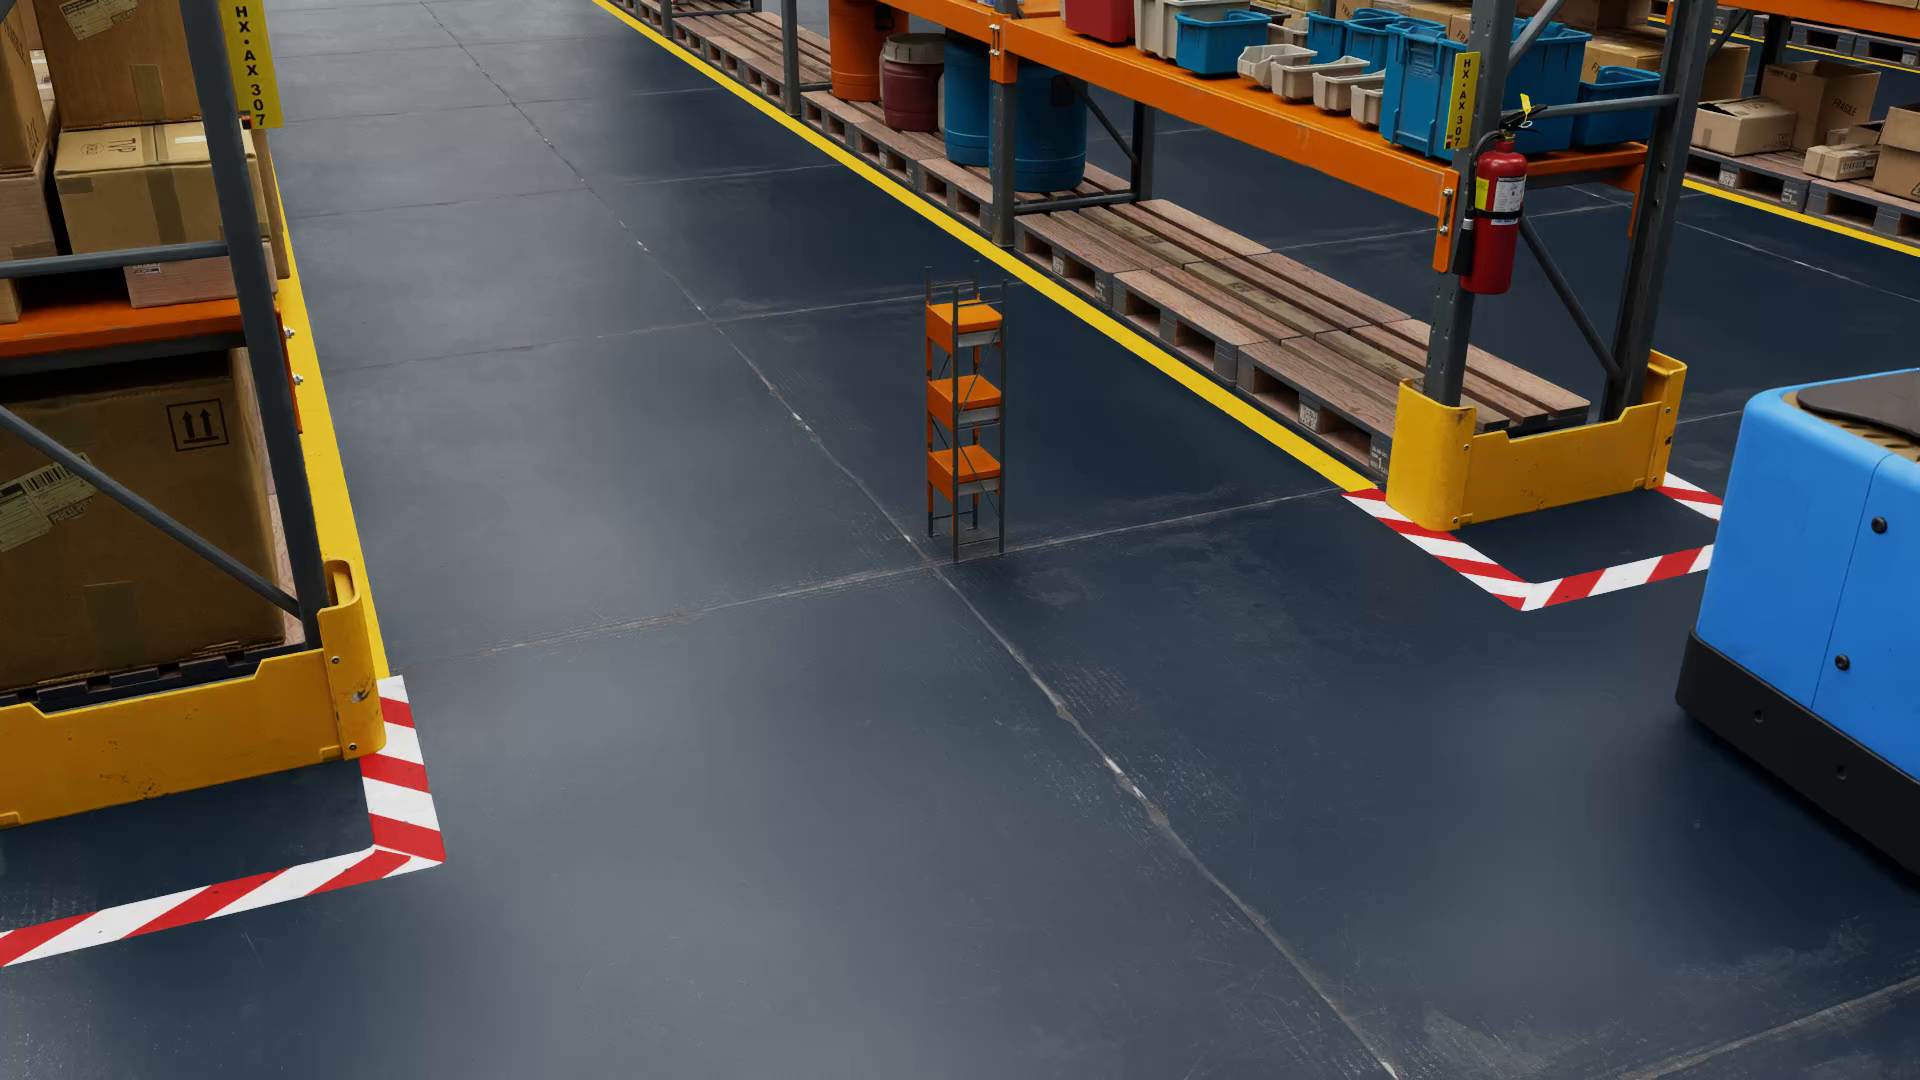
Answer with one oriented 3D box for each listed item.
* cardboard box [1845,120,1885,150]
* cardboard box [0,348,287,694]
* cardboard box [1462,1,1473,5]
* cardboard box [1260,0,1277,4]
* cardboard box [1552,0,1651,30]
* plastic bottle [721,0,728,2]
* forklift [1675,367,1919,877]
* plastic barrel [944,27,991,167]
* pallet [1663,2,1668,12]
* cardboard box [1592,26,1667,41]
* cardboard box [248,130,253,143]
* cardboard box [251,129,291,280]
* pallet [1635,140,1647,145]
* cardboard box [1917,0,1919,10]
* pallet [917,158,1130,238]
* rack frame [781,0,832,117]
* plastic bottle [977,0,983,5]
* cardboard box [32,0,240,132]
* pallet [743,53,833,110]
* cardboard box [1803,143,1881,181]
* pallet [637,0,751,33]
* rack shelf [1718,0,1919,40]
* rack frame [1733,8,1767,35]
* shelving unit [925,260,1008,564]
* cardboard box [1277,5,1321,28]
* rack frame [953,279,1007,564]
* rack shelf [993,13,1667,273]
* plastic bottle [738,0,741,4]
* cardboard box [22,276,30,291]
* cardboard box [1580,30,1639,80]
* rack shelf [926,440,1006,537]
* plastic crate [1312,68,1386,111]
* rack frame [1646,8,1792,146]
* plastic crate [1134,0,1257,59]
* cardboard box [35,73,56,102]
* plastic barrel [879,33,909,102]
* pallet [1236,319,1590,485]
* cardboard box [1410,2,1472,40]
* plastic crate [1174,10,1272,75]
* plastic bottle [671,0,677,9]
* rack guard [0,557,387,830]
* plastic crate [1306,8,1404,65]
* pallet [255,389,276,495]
[{"bbox_3d":[6.010,-2.517,10.549,0.500,0.311,0.500,-11,28,-21],"label":"cardboard box"},{"bbox_3d":[-2.643,-0.174,5.131,0.875,0.875,0.875,-11,28,-21],"label":"cardboard box"},{"bbox_3d":[4.450,-4.154,13.687,0.500,0.500,0.500,-12,28,-22],"label":"cardboard box"},{"bbox_3d":[3.024,-5.209,15.516,0.500,0.311,0.500,-11,28,-21],"label":"cardboard box"},{"bbox_3d":[4.875,-4.064,12.647,0.500,0.250,0.500,-11,28,-20],"label":"cardboard box"},{"bbox_3d":[-2.431,-5.680,17.058,0.061,0.283,0.133,-11,28,-21],"label":"plastic bottle"},{"bbox_3d":[3.757,-0.787,4.521,3.031,2.935,1.130,-9,27,-18],"label":"forklift"},{"bbox_3d":[0.198,-2.916,10.716,0.600,0.901,0.708,-11,28,-21],"label":"plastic barrel"},{"bbox_3d":[7.443,-6.033,18.366,1.003,0.211,1.213,-11,28,-21],"label":"pallet"},{"bbox_3d":[5.047,-3.536,12.422,0.500,0.500,0.500,-10,28,-20],"label":"cardboard box"},{"bbox_3d":[-2.661,-1.415,5.560,0.500,0.250,0.500,-12,28,-22],"label":"cardboard box"},{"bbox_3d":[-4.154,-1.800,8.460,1.225,0.875,0.875,-10,28,-20],"label":"cardboard box"},{"bbox_3d":[4.878,-3.080,12.318,1.003,0.211,1.213,-11,28,-21],"label":"pallet"},{"bbox_3d":[5.778,-3.190,9.251,0.500,0.500,0.500,-11,28,-21],"label":"cardboard box"},{"bbox_3d":[0.409,-2.227,10.571,1.003,0.211,1.213,-11,28,-21],"label":"pallet"},{"bbox_3d":[-0.894,-4.777,12.614,1.000,3.000,0.127,-11,28,-21],"label":"rack frame"},{"bbox_3d":[0.150,-3.218,9.649,0.097,0.201,0.097,0,26,0],"label":"plastic bottle"},{"bbox_3d":[-2.454,-1.541,4.965,0.500,0.500,0.500,-11,28,-22],"label":"cardboard box"},{"bbox_3d":[-1.162,-3.843,13.880,1.003,0.211,1.213,-11,28,-21],"label":"pallet"},{"bbox_3d":[5.545,-2.382,10.437,0.380,0.166,0.250,-11,28,-21],"label":"cardboard box"},{"bbox_3d":[-2.685,-5.417,17.103,1.003,0.211,1.213,-11,28,-21],"label":"pallet"},{"bbox_3d":[6.015,-2.881,9.551,1.077,0.370,4.000,-11,28,-21],"label":"rack shelf"},{"bbox_3d":[8.222,-6.479,16.101,1.000,3.000,0.127,-11,28,-21],"label":"rack frame"},{"bbox_3d":[0.021,-0.450,5.975,0.215,1.050,0.252,-11,28,-21],"label":"shelving unit"},{"bbox_3d":[3.235,-4.750,15.215,0.500,0.250,0.500,-10,28,-19],"label":"cardboard box"},{"bbox_3d":[0.069,-0.401,5.875,0.200,1.050,0.008,-11,28,-21],"label":"rack frame"},{"bbox_3d":[1.456,-2.031,7.811,1.077,0.370,4.000,-11,28,-21],"label":"rack shelf"},{"bbox_3d":[-2.222,-5.577,16.941,0.097,0.201,0.097,0,26,0],"label":"plastic bottle"},{"bbox_3d":[-2.864,-0.775,4.704,0.380,0.149,0.250,-10,28,-20],"label":"cardboard box"},{"bbox_3d":[4.589,-3.437,12.218,0.500,0.500,0.500,-10,28,-20],"label":"cardboard box"},{"bbox_3d":[0.021,-0.191,6.102,0.215,0.259,0.240,-11,28,-21],"label":"rack shelf"},{"bbox_3d":[1.653,-1.873,6.899,0.396,0.136,0.243,-11,28,-21],"label":"plastic crate"},{"bbox_3d":[5.232,-4.011,11.047,1.000,3.000,0.127,-11,28,-21],"label":"rack frame"},{"bbox_3d":[1.101,-2.487,7.992,0.437,0.282,0.530,-11,28,-21],"label":"plastic crate"},{"bbox_3d":[-3.150,-1.322,5.372,0.500,0.250,0.500,-12,28,-22],"label":"cardboard box"},{"bbox_3d":[-0.383,-3.440,12.234,0.421,0.512,0.421,0,26,0],"label":"plastic barrel"},{"bbox_3d":[1.952,-0.633,7.307,1.003,0.211,1.213,-11,28,-21],"label":"pallet"},{"bbox_3d":[3.983,-4.054,13.482,0.500,0.500,0.500,-11,28,-21],"label":"cardboard box"},{"bbox_3d":[1.199,-2.284,7.631,0.416,0.233,0.300,-11,28,-21],"label":"plastic crate"},{"bbox_3d":[-2.889,-5.424,16.629,0.097,0.201,0.097,0,26,0],"label":"plastic bottle"},{"bbox_3d":[-2.309,0.437,4.785,1.175,0.500,0.348,-11,28,-21],"label":"rack guard"},{"bbox_3d":[1.812,-2.308,7.680,0.416,0.233,0.300,-11,28,-21],"label":"plastic crate"},{"bbox_3d":[-3.177,-0.244,6.509,1.003,0.211,1.213,-11,28,-21],"label":"pallet"}]
